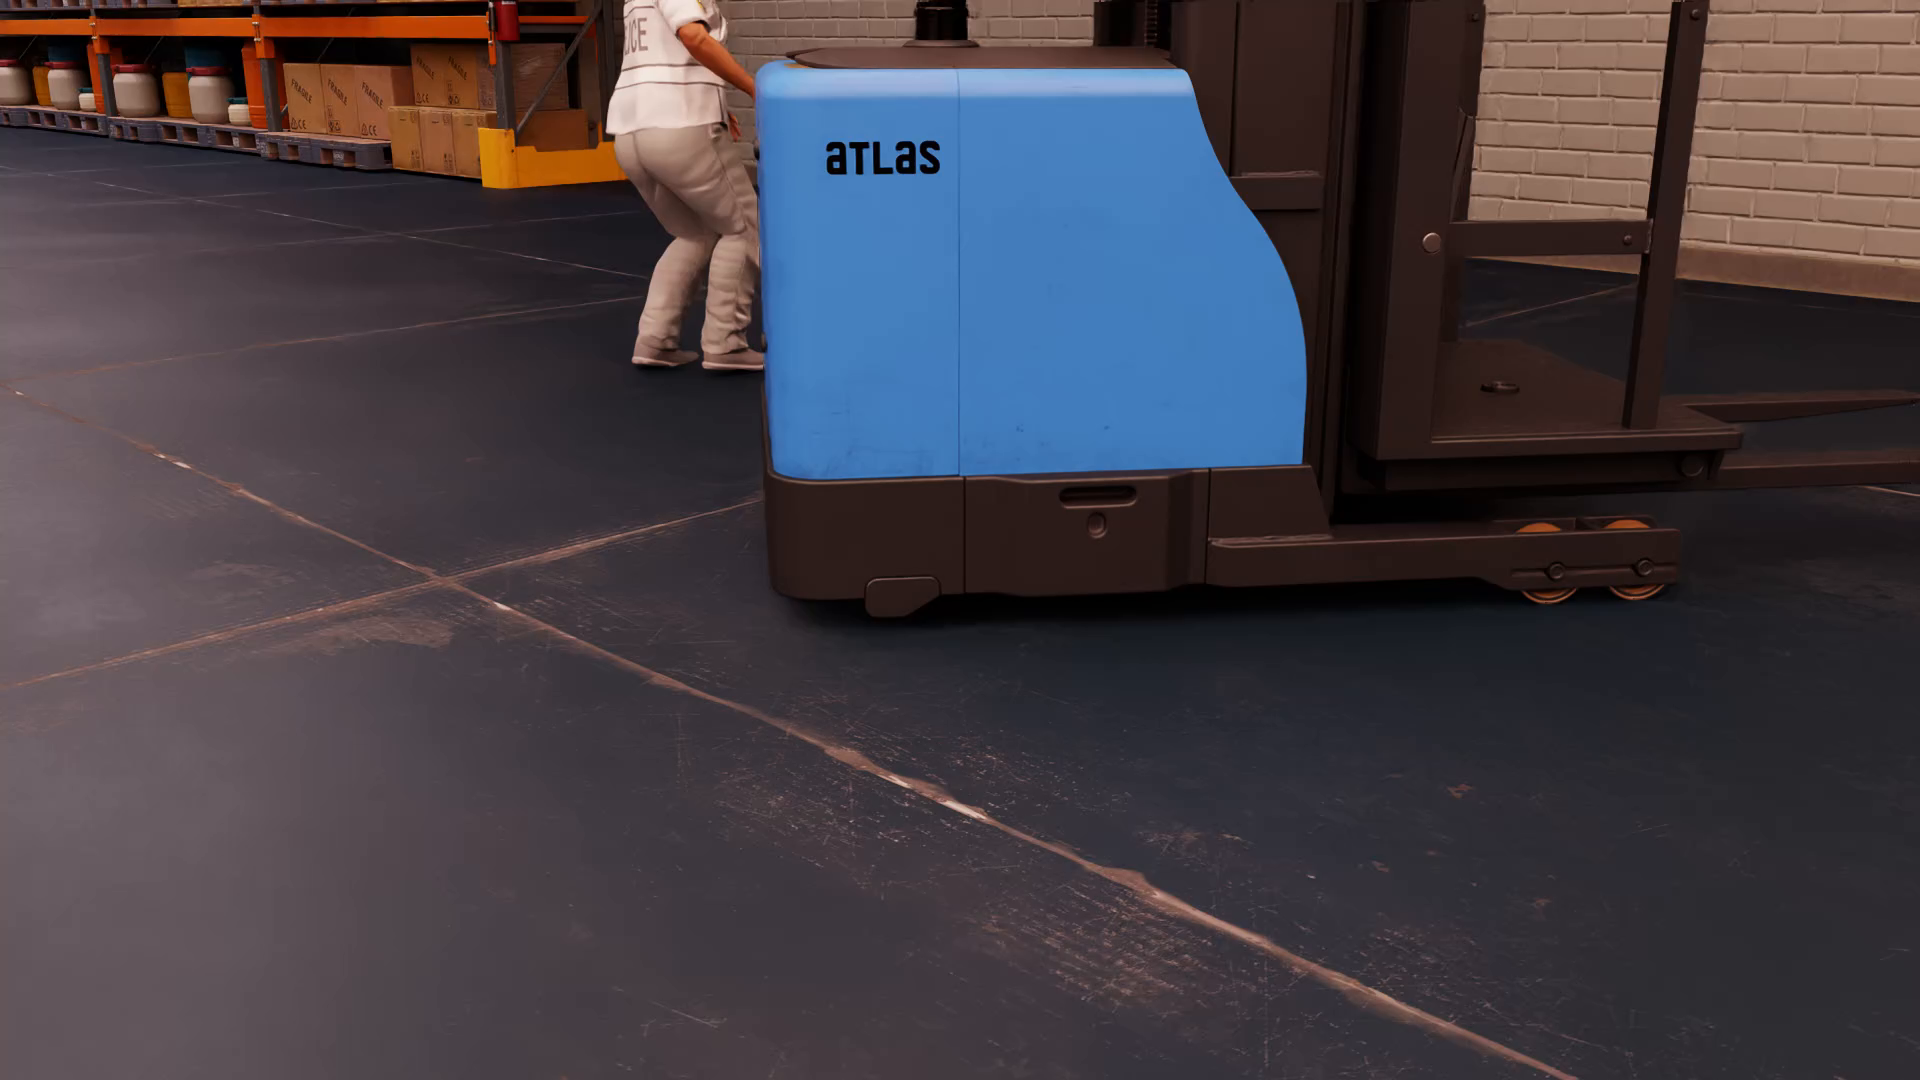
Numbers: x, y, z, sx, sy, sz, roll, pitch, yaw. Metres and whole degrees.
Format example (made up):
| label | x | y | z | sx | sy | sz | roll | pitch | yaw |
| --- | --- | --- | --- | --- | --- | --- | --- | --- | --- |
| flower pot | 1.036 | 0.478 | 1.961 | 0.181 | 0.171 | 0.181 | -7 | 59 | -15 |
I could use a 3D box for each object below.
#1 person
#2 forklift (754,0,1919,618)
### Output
| label | x | y | z | sx | sy | sz | roll | pitch | yaw |
| --- | --- | --- | --- | --- | --- | --- | --- | --- | --- |
| person | -0.898 | -1.352 | 5.632 | 0.597 | 1.619 | 0.720 | -11 | 20 | -31 |
| forklift | 1.068 | -1.420 | 3.526 | 3.031 | 2.935 | 1.130 | -2 | 17 | -7 |
